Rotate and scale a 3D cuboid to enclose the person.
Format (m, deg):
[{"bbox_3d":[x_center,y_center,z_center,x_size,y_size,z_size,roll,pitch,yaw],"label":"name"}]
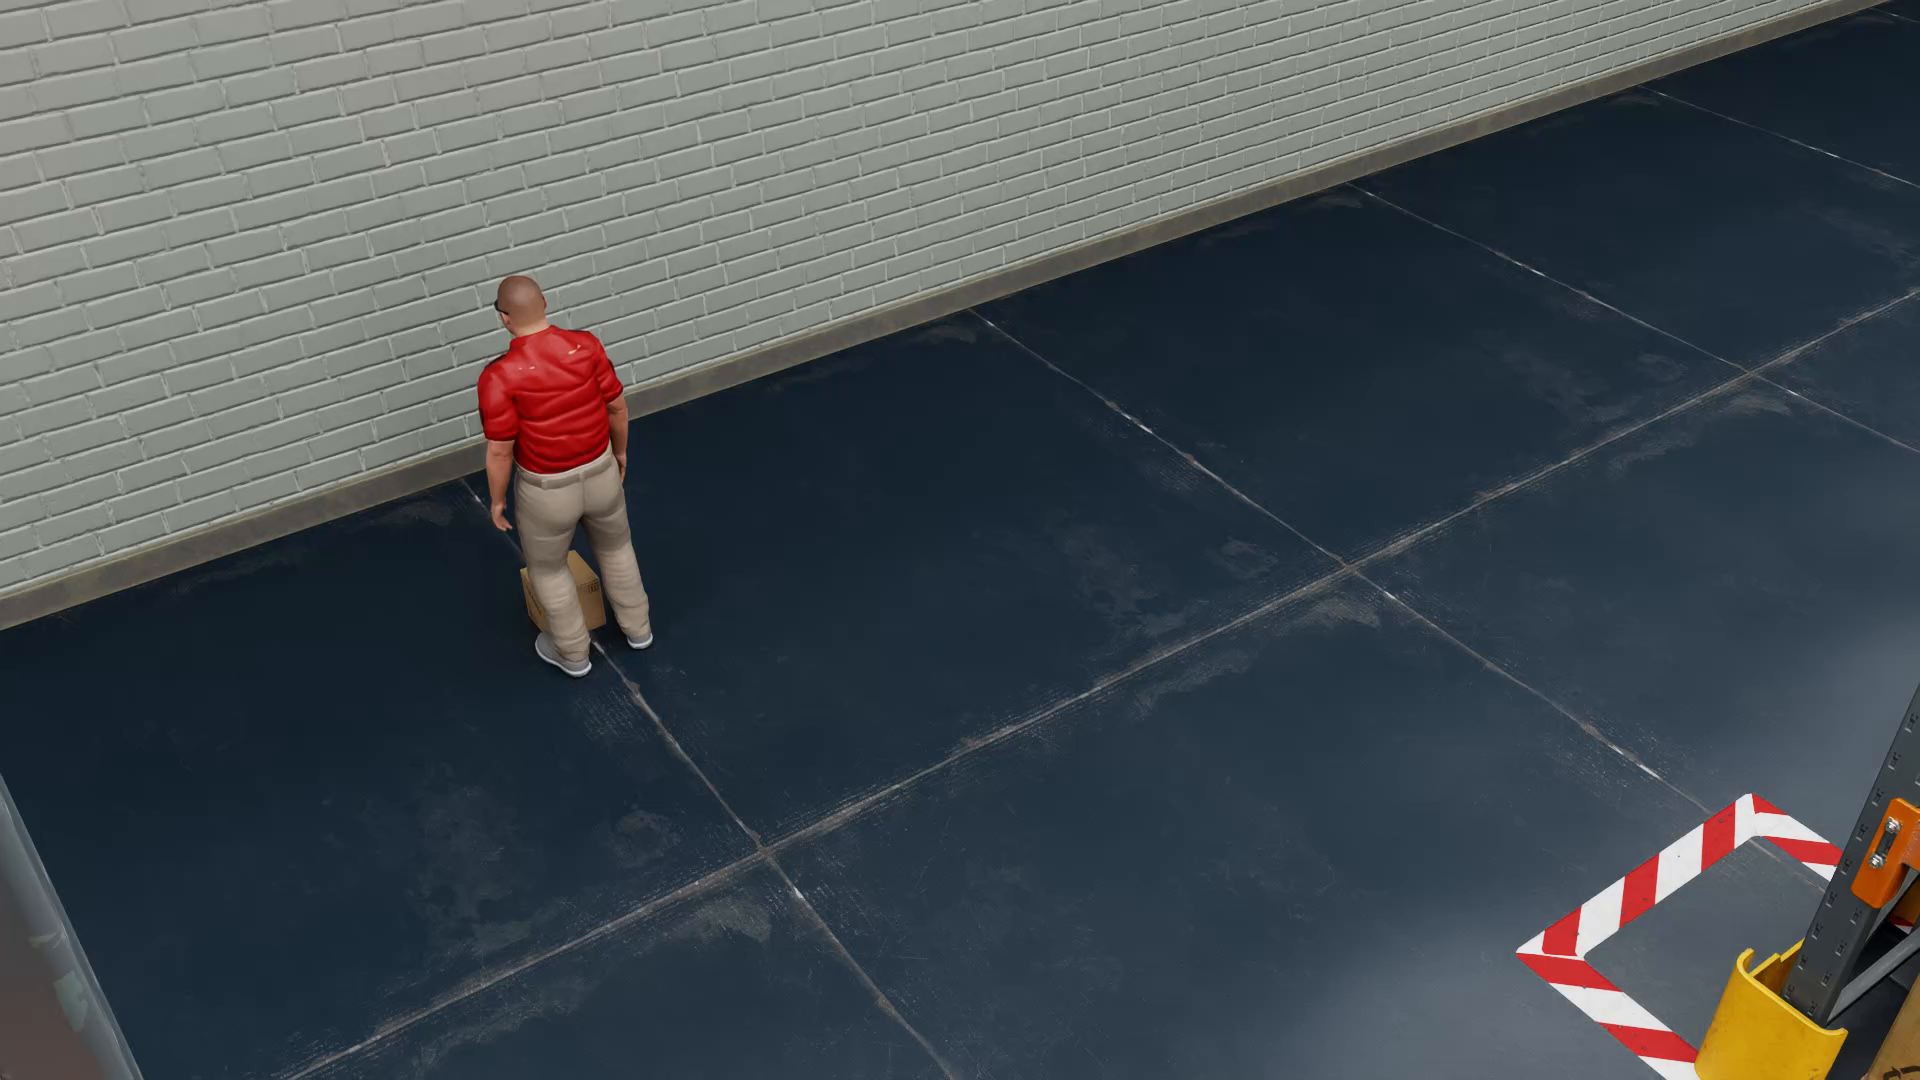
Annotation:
[{"bbox_3d":[-1.542,-0.232,6.476,0.605,1.728,0.385,-25,43,-30],"label":"person"}]
